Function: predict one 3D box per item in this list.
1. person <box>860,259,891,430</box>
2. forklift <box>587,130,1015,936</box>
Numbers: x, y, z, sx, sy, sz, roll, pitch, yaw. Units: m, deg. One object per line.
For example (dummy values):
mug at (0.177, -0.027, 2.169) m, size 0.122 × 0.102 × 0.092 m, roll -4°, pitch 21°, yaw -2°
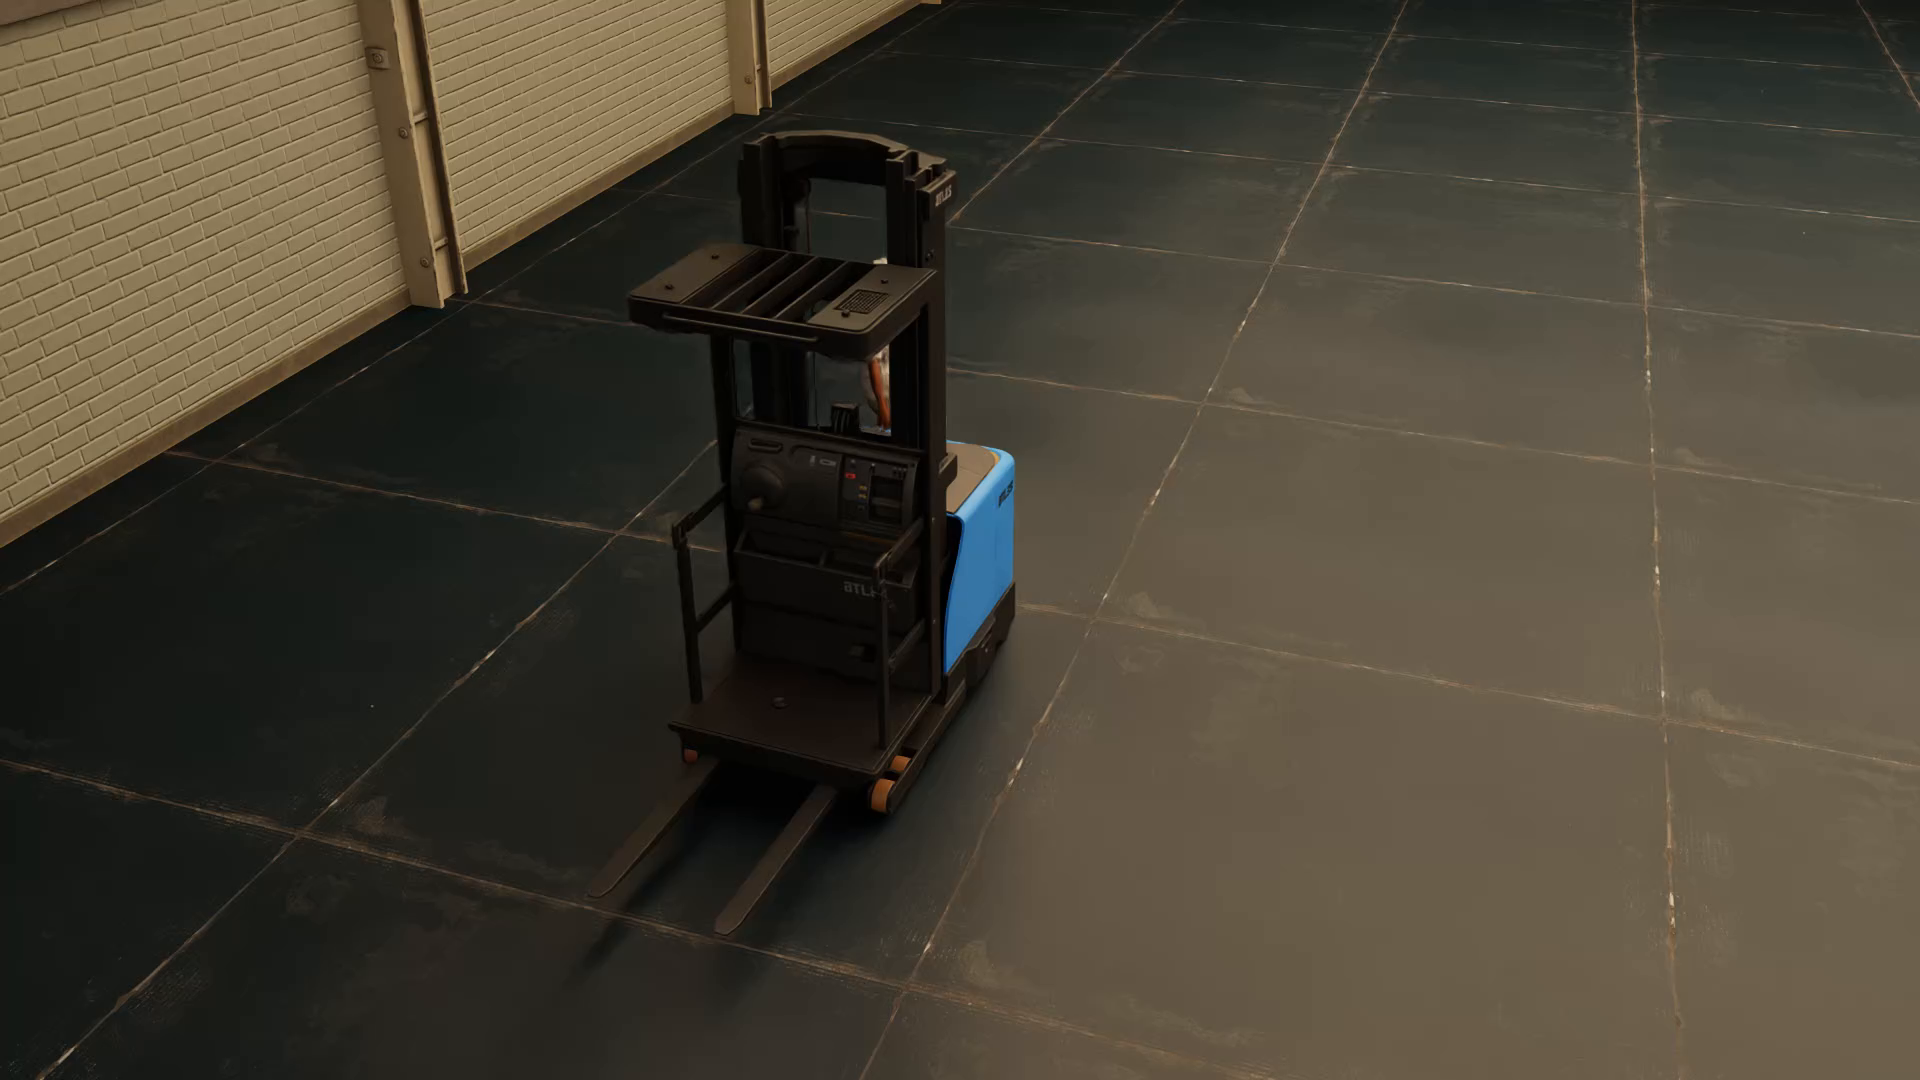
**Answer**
person at (-0.429, -0.972, 10.218) m, size 0.578 × 1.527 × 0.851 m, roll 0°, pitch 30°, yaw 1°
forklift at (-0.711, -0.219, 7.520) m, size 1.130 × 2.935 × 3.031 m, roll 11°, pitch 32°, yaw 19°
